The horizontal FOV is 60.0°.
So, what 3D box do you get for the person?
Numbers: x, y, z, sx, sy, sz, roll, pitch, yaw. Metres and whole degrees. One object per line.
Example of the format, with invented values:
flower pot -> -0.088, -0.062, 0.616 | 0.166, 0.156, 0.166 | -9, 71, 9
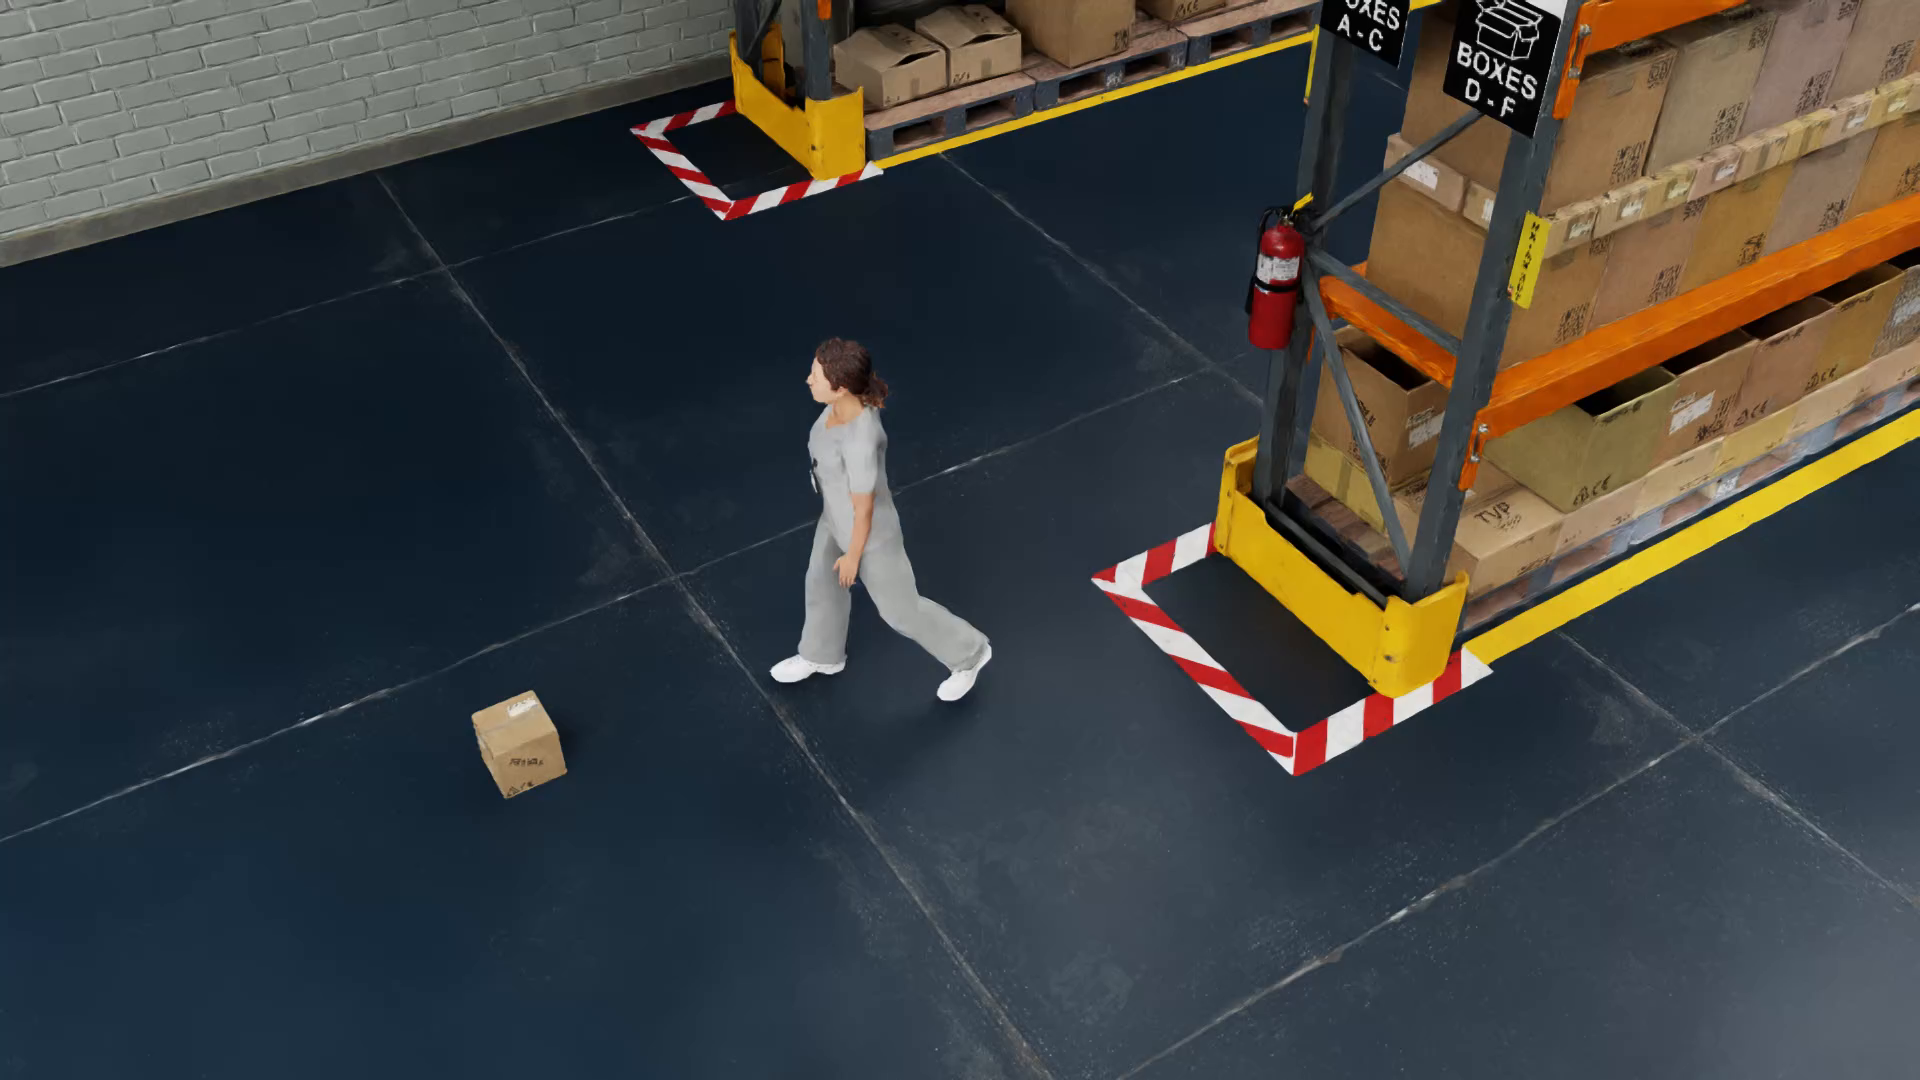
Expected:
person -> -0.312, -0.049, 6.216 | 0.863, 1.656, 0.488 | -11, 42, -13
